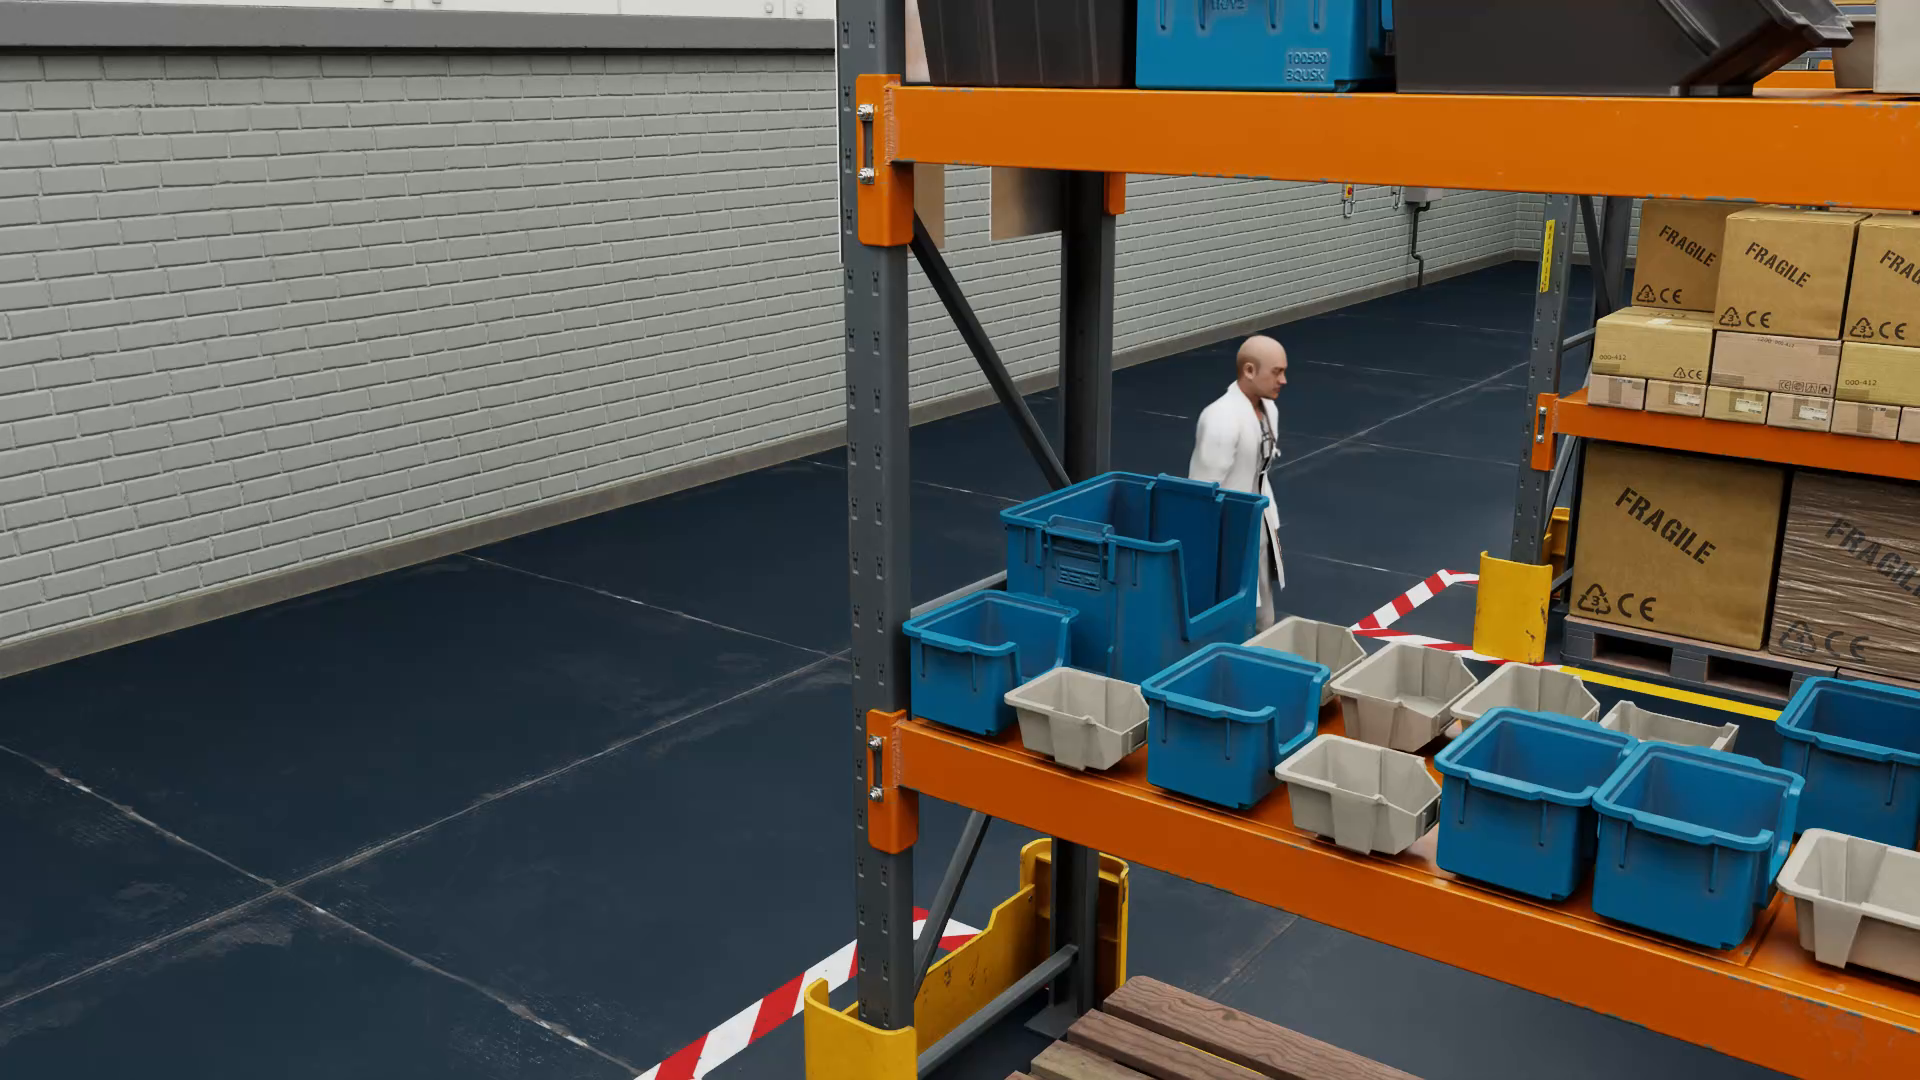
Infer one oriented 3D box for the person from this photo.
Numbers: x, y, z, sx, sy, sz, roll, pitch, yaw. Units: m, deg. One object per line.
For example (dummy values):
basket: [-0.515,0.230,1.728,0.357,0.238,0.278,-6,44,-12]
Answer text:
person: [1.173,0.024,6.982,0.427,1.773,0.628,11,20,33]
